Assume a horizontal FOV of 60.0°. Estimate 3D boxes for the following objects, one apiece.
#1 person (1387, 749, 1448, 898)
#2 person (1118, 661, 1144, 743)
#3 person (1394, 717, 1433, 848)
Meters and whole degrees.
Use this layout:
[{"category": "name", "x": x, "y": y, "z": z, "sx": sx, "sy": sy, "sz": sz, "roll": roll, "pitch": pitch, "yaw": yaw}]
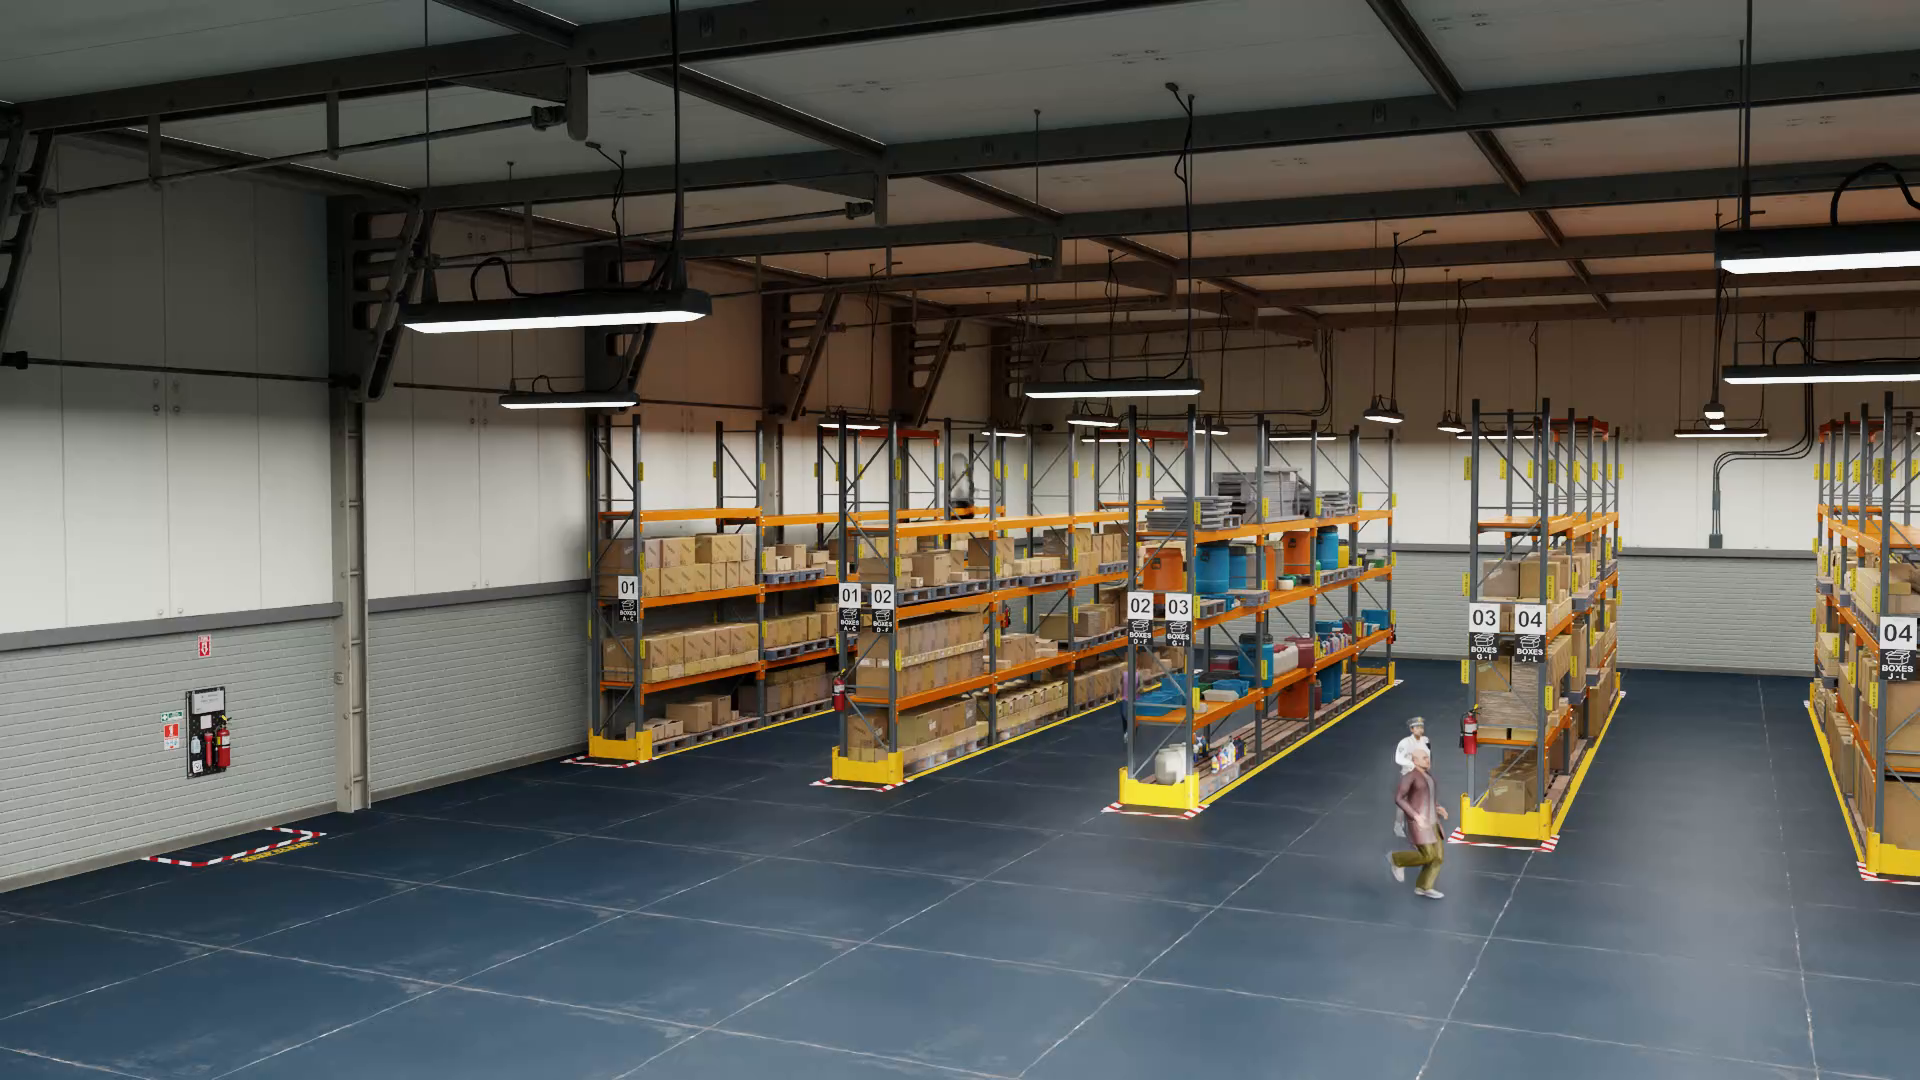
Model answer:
[{"category": "person", "x": 5.420, "y": 3.329, "z": 19.650, "sx": 0.709, "sy": 1.733, "sz": 0.690, "roll": -2, "pitch": 3, "yaw": -42}, {"category": "person", "x": 3.112, "y": 2.949, "z": 30.430, "sx": 0.513, "sy": 1.565, "sz": 0.621, "roll": 1, "pitch": 2, "yaw": 14}, {"category": "person", "x": 6.116, "y": 3.230, "z": 22.380, "sx": 0.602, "sy": 1.734, "sz": 0.706, "roll": 0, "pitch": 2, "yaw": -7}]
